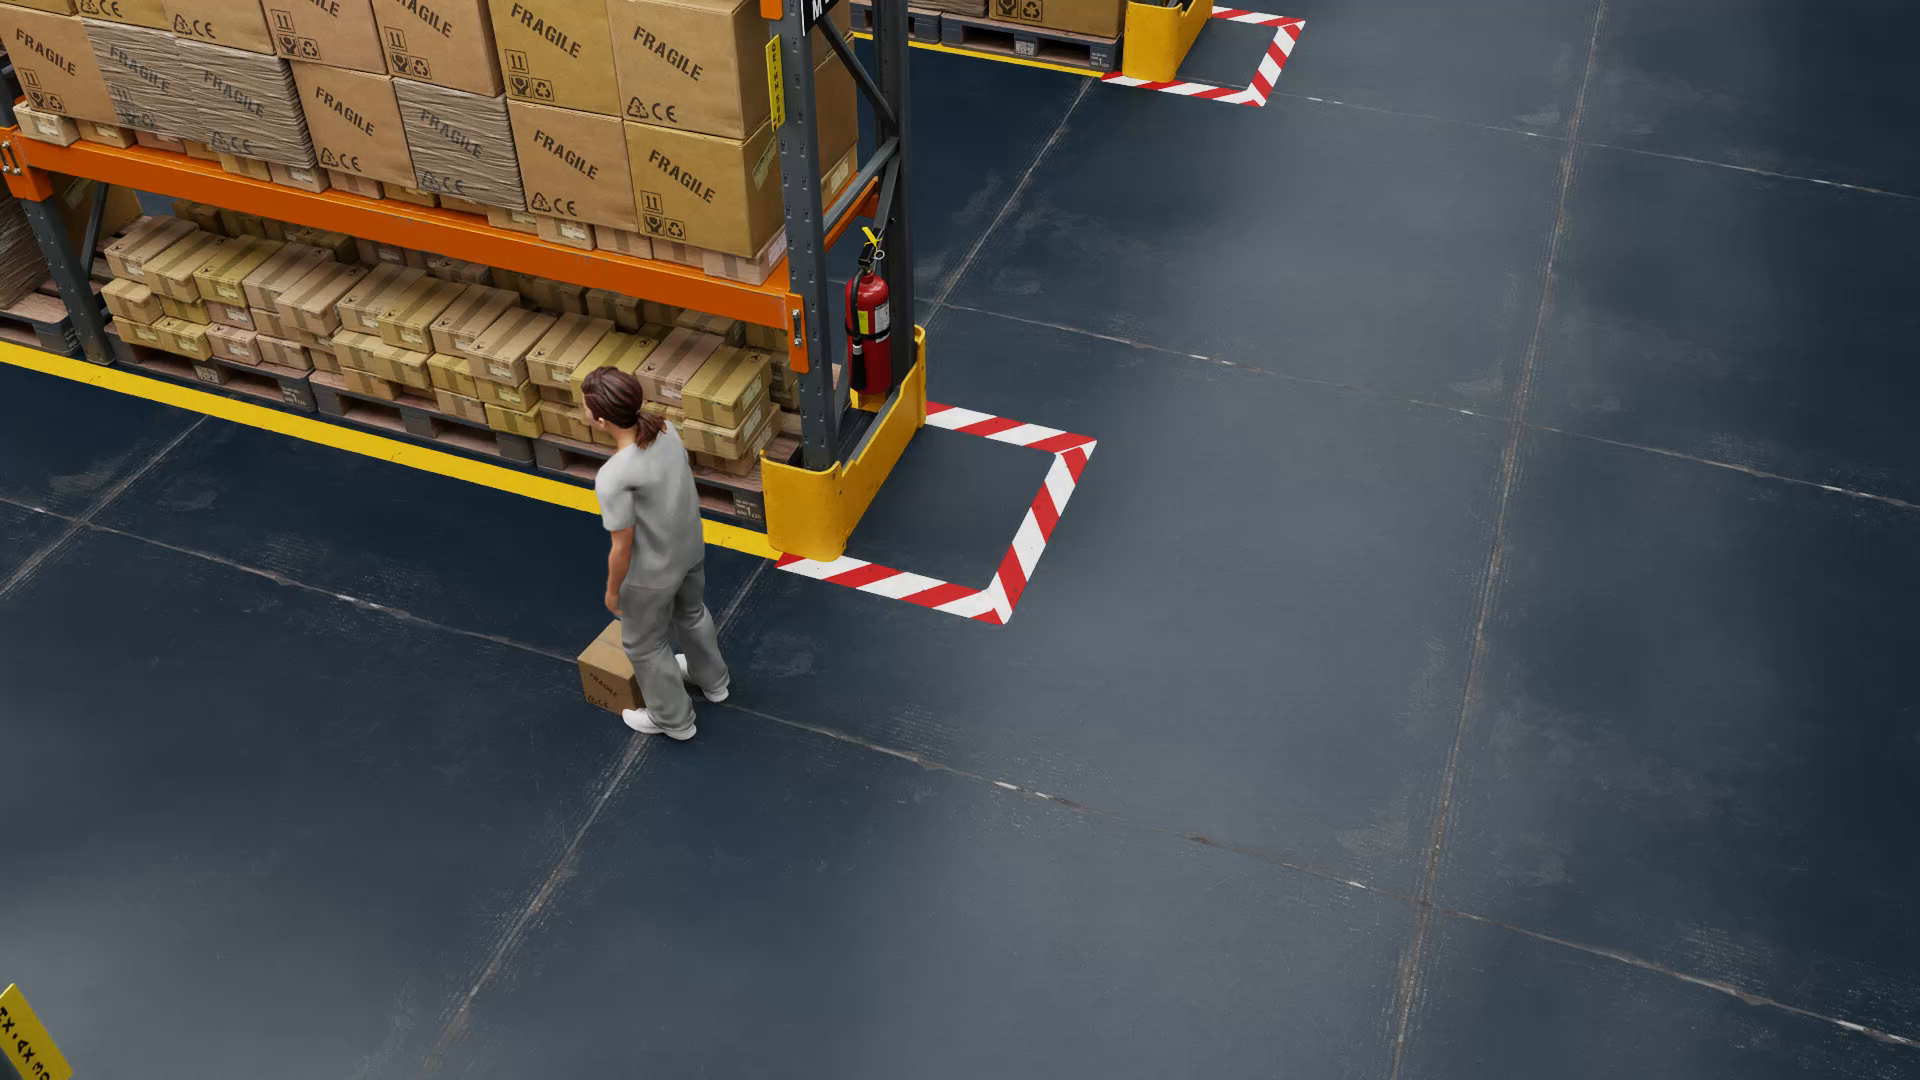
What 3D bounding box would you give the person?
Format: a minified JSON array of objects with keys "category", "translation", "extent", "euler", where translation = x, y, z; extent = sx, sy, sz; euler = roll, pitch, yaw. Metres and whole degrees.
[{"category":"person","translation":[-1.120,0.064,6.088],"extent":[0.361,1.673,0.511],"euler":[18,45,19]}]
